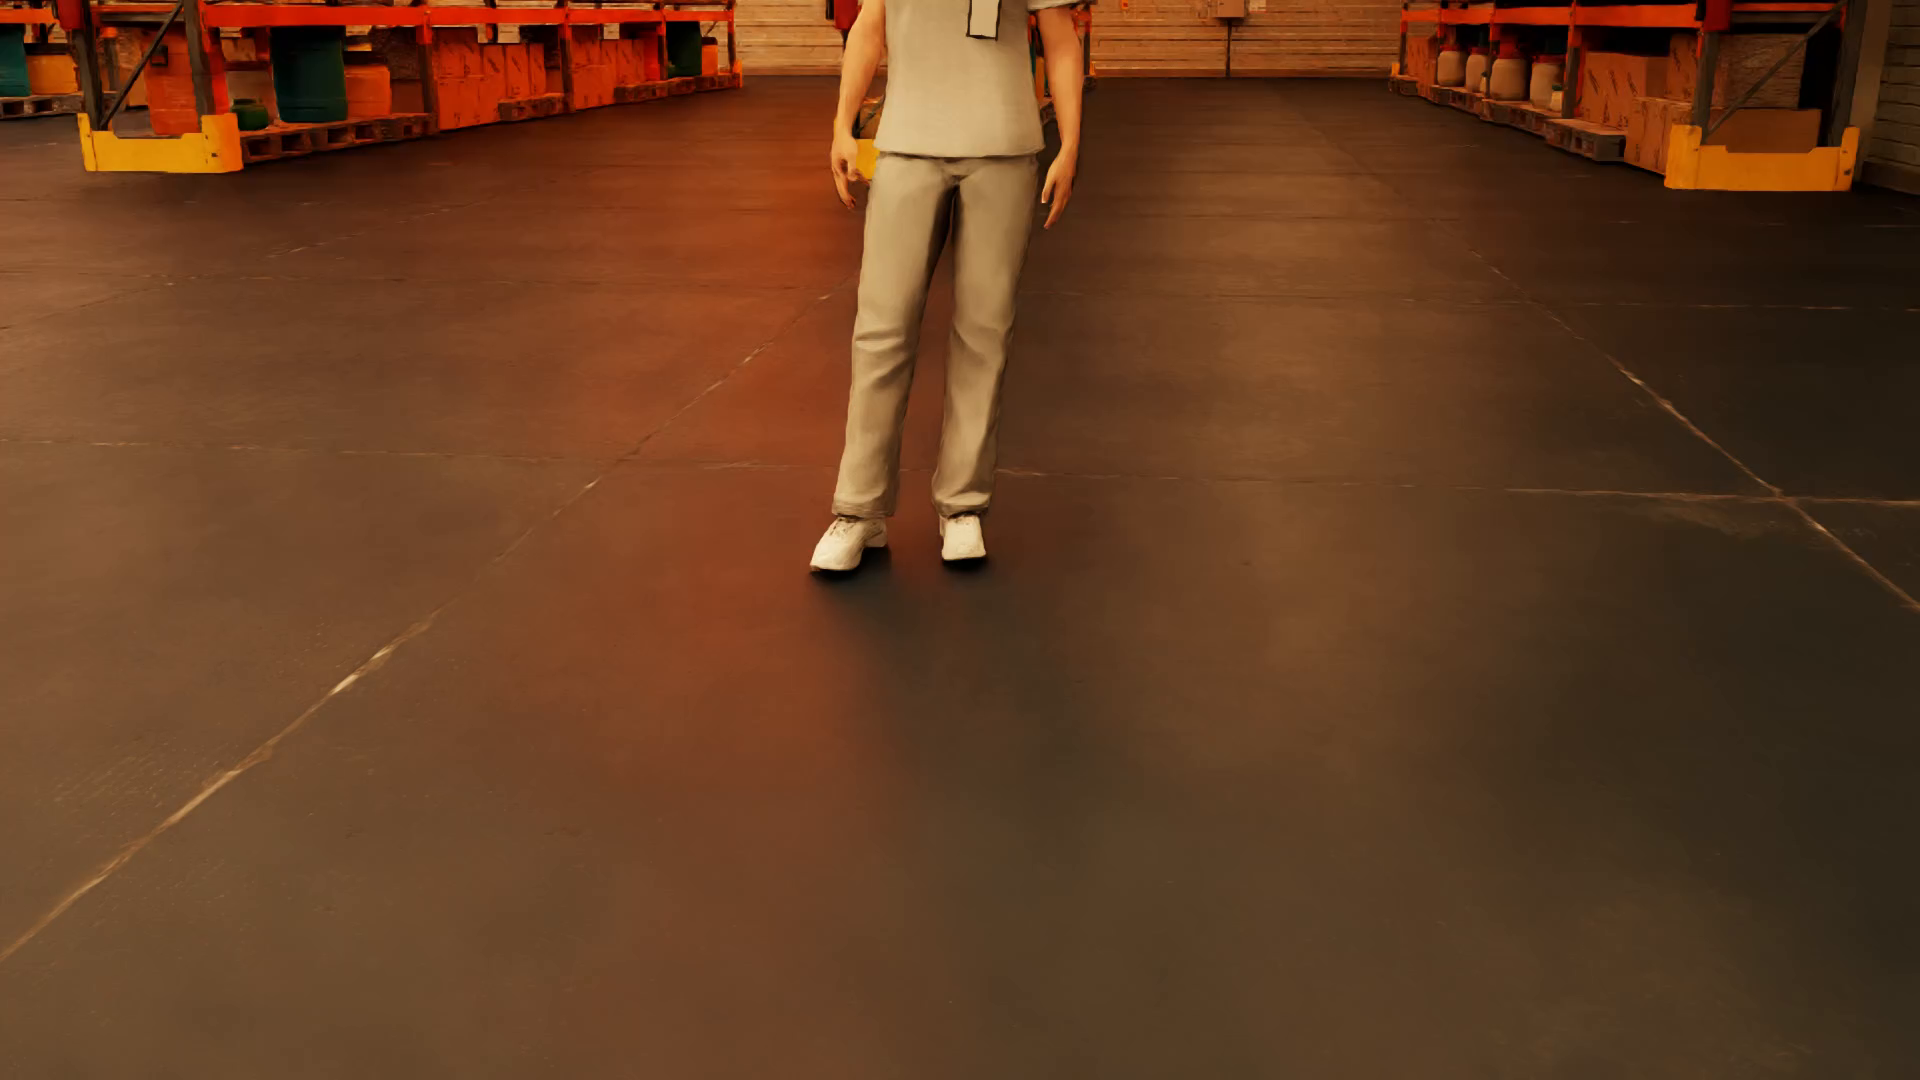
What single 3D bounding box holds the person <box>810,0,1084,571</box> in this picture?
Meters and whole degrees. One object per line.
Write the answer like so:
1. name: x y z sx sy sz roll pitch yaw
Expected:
1. person: -0.023 -0.785 3.504 0.549 1.675 0.549 2 18 7
